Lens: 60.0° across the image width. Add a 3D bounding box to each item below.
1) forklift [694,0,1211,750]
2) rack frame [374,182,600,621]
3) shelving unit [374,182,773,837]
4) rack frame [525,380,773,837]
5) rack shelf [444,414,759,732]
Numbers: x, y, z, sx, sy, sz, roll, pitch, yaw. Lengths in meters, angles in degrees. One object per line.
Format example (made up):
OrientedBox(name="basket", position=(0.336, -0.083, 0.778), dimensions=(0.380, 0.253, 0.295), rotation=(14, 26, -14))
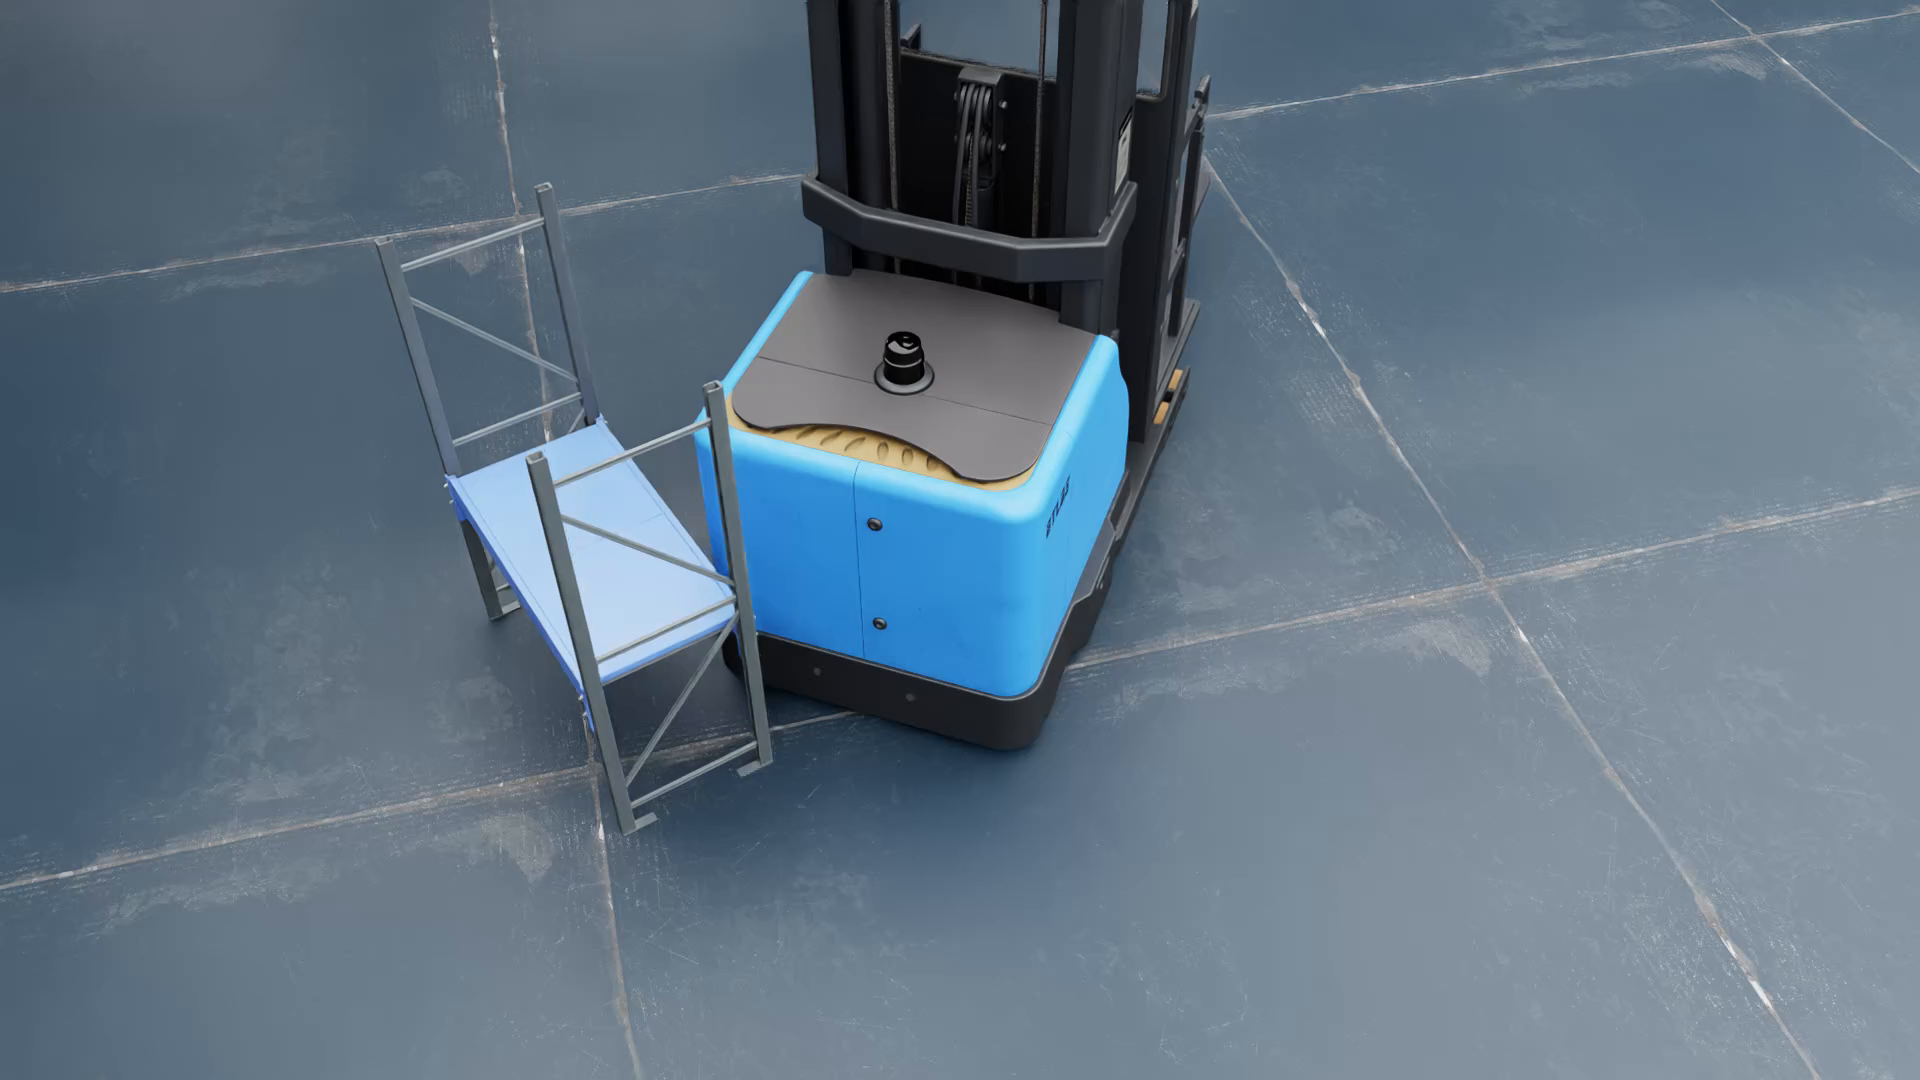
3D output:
OrientedBox(name="forklift", position=(0.217, -1.462, 5.131), dimensions=(1.130, 2.935, 3.031), rotation=(14, 47, 14))
OrientedBox(name="rack frame", position=(-1.346, -0.364, 5.057), dimensions=(0.500, 1.500, 0.032), rotation=(-25, 51, -23))
OrientedBox(name="shelving unit", position=(-1.067, -0.061, 4.759), dimensions=(0.538, 1.500, 1.048), rotation=(-25, 51, -23))
OrientedBox(name="rack frame", position=(-0.788, 0.243, 4.462), dimensions=(0.500, 1.500, 0.032), rotation=(-25, 51, -23))
OrientedBox(name="rack shelf", position=(-1.067, 0.065, 4.888), dimensions=(0.538, 0.185, 1.000), rotation=(-25, 51, -23))
